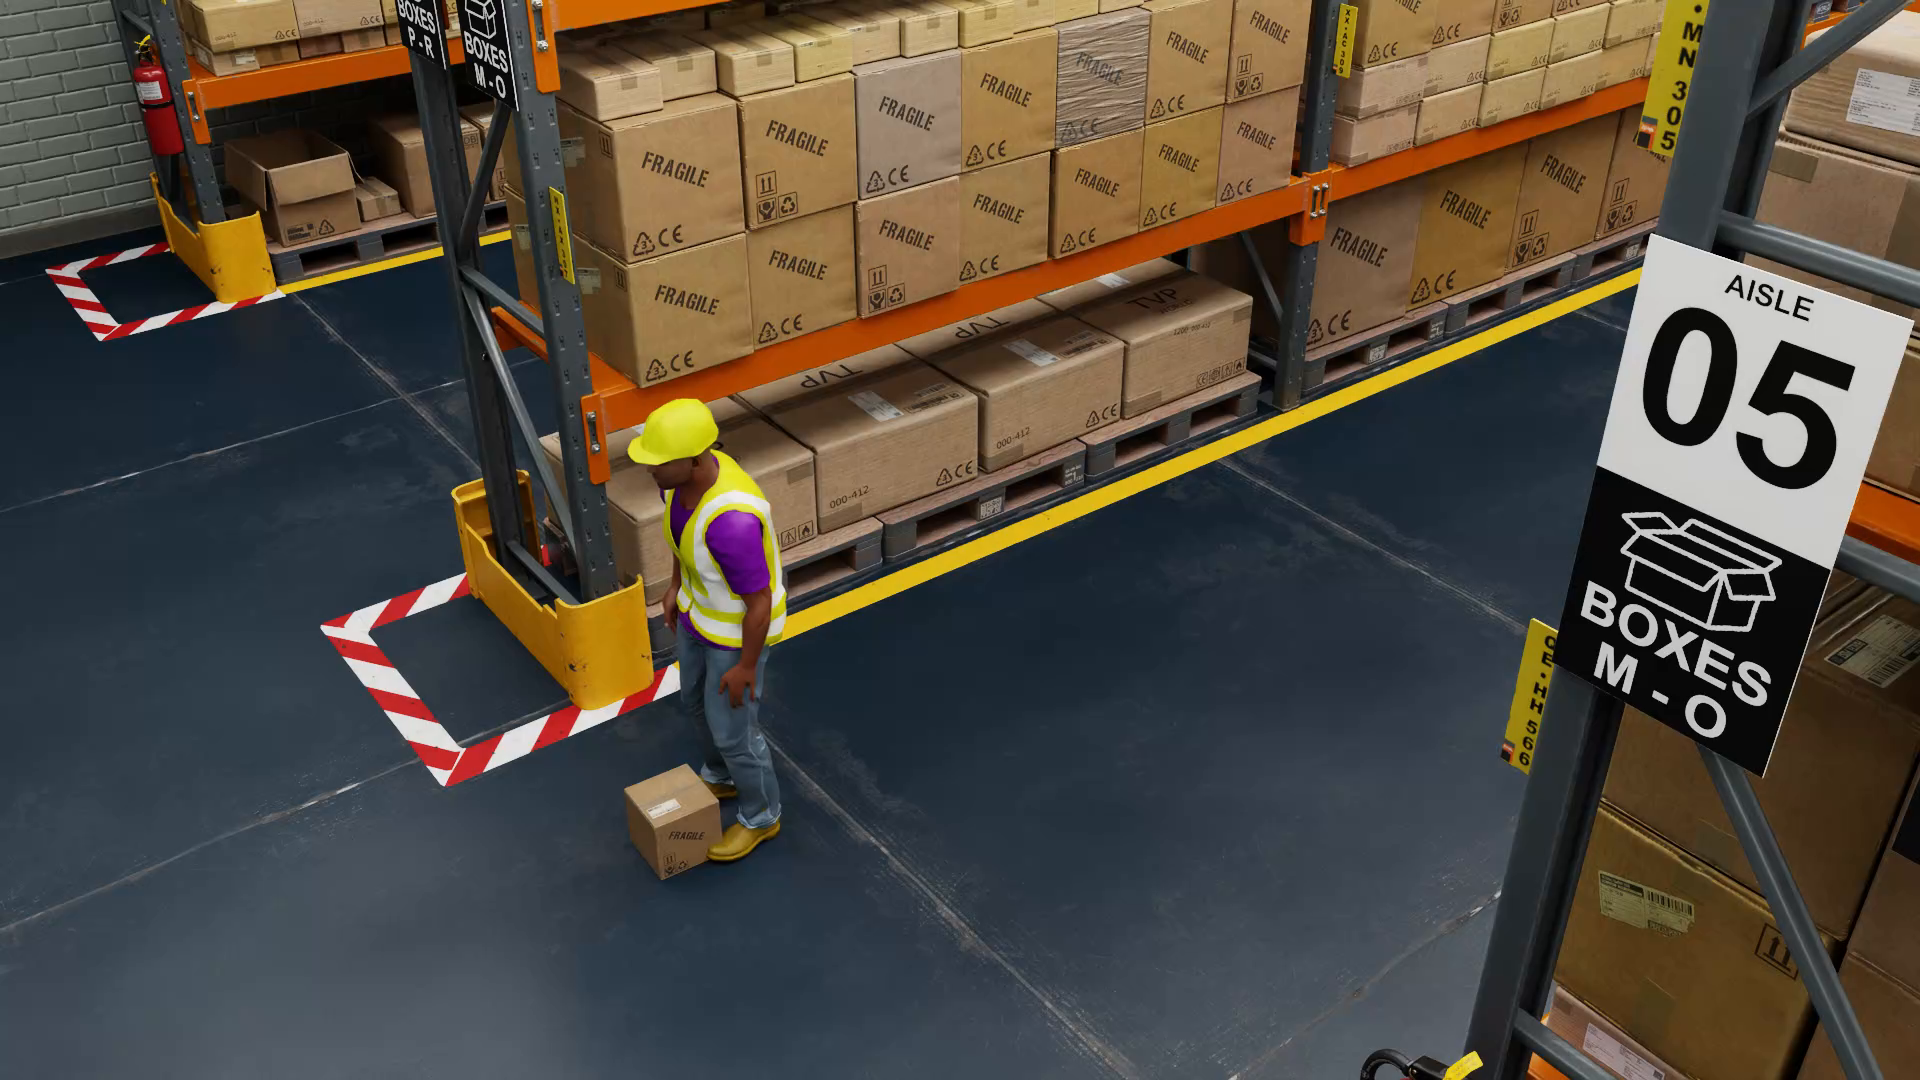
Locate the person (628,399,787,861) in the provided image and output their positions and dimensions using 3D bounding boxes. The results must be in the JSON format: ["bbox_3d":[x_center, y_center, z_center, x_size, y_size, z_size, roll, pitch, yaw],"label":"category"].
[{"bbox_3d":[-0.836,0.294,5.652,0.457,1.757,0.628,-18,36,-26],"label":"person"}]
